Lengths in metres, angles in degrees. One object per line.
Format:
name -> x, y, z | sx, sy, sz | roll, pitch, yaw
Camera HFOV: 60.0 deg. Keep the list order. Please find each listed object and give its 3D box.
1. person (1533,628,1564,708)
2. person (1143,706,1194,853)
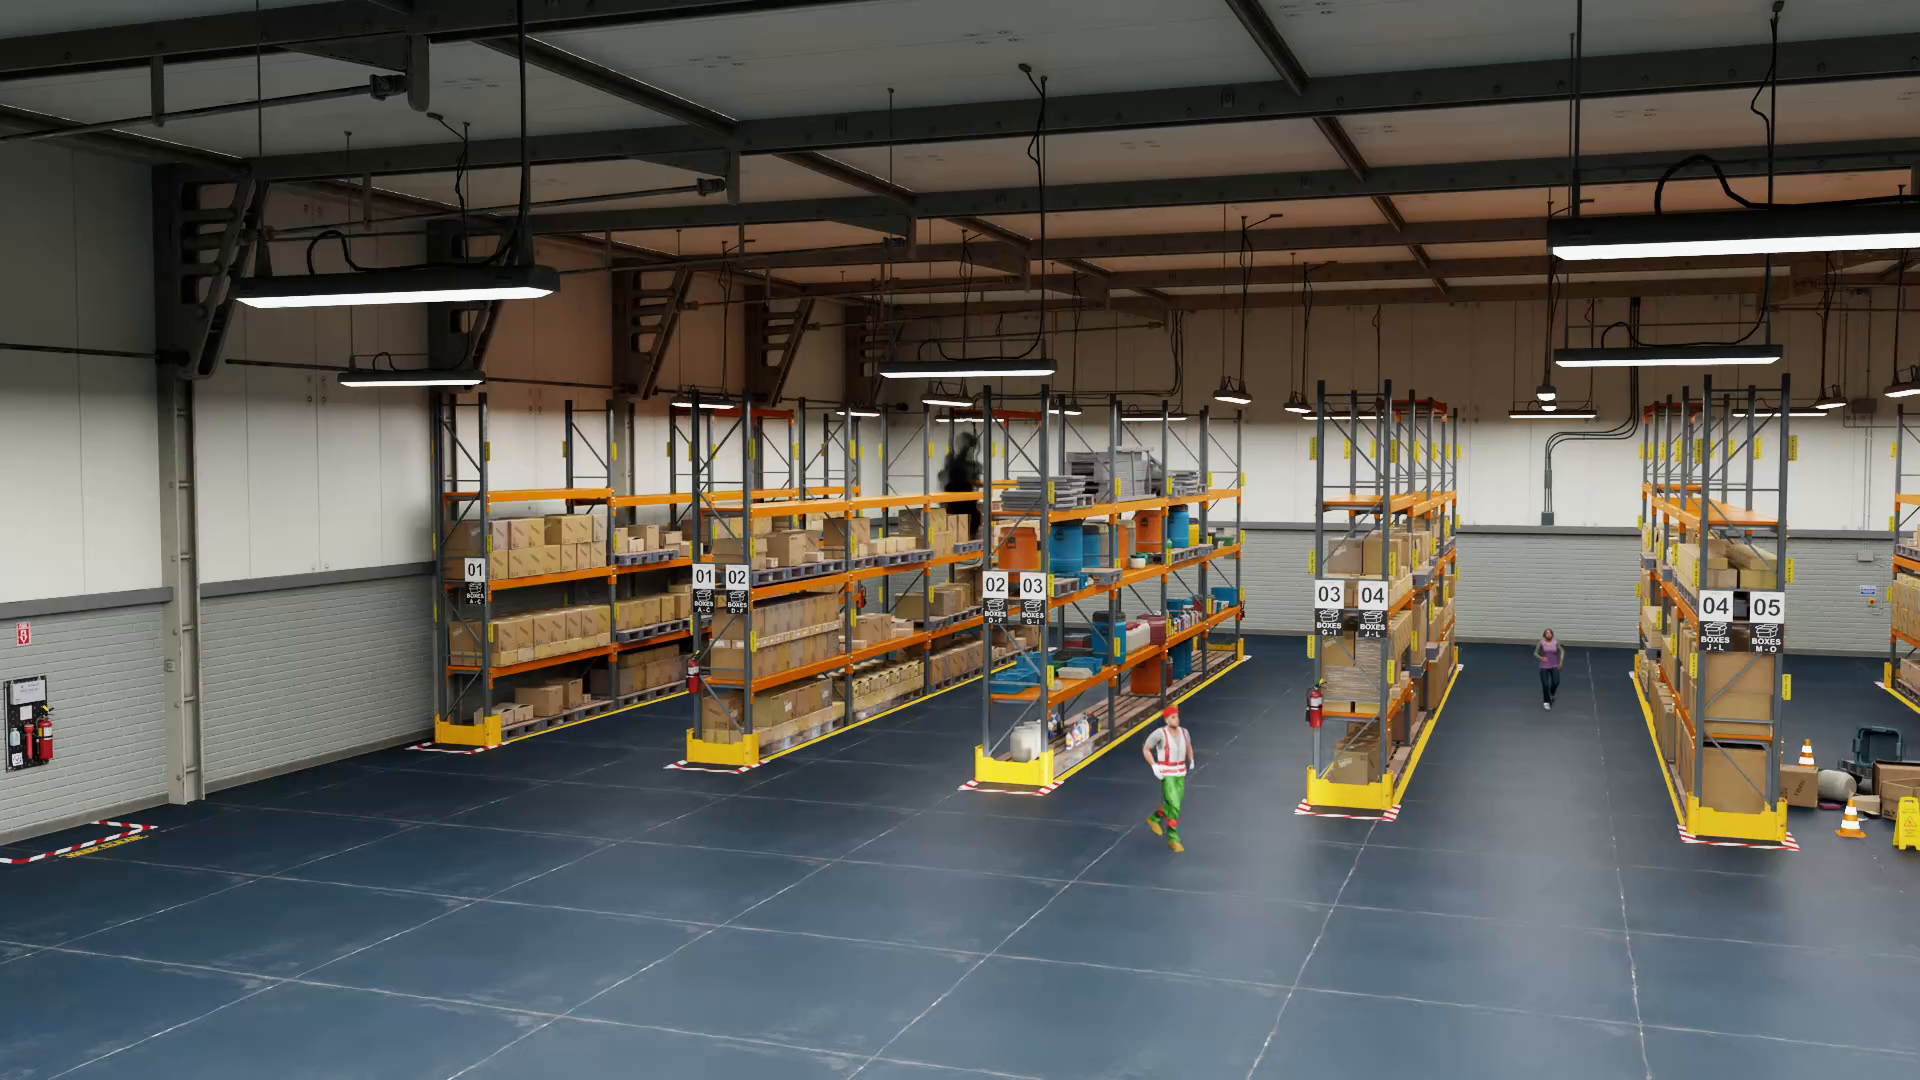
person -> 11.440, 2.499, 32.286 | 0.590, 1.569, 0.520 | 1, 3, 11
person -> 2.643, 2.993, 21.065 | 0.675, 1.821, 0.810 | -2, 4, -30
